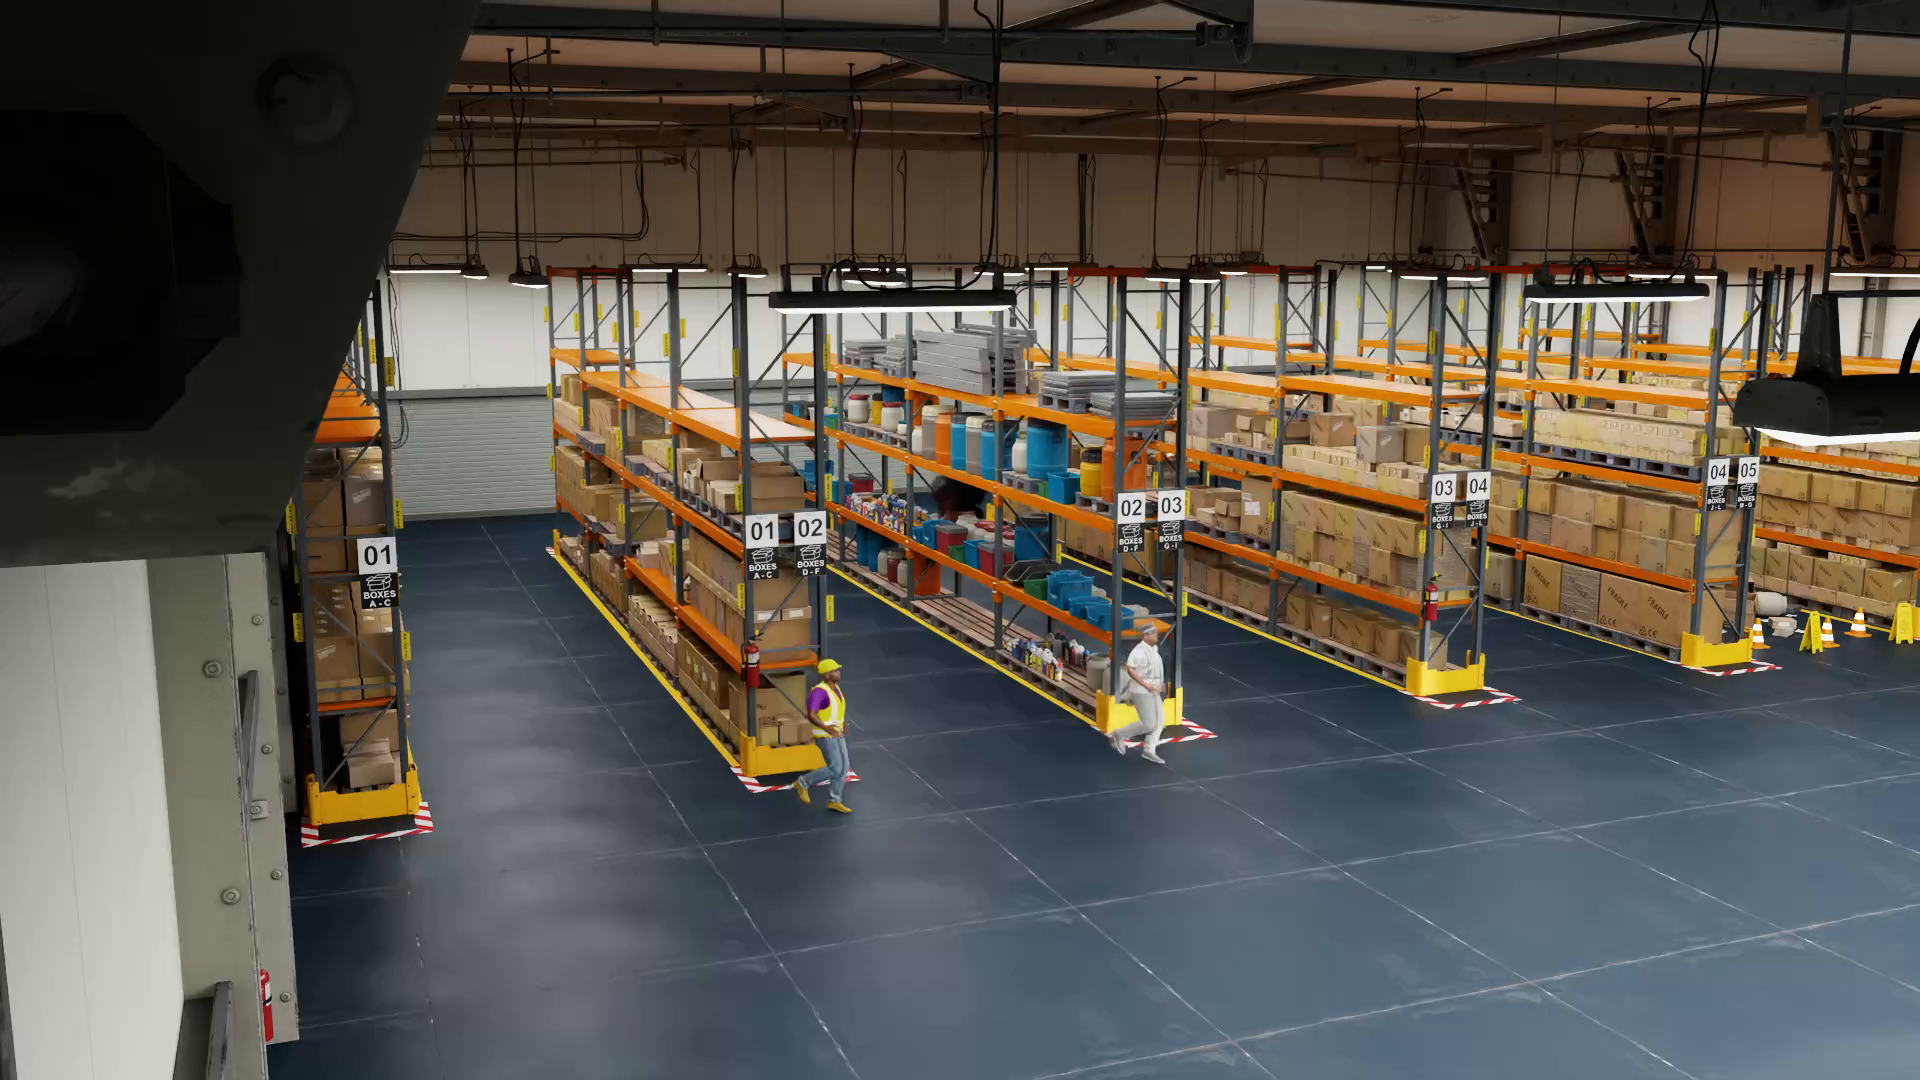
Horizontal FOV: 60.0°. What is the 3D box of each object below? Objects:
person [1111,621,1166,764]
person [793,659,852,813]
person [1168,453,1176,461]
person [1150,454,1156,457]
[{"bbox_3d":[2.311,1.885,20.879,0.689,1.763,0.681,5,11,28],"label":"person"},{"bbox_3d":[-1.529,2.223,19.014,0.677,1.755,0.718,2,10,13],"label":"person"},{"bbox_3d":[4.863,-1.133,38.055,0.672,1.806,0.710,-3,10,-15],"label":"person"},{"bbox_3d":[4.429,-1.236,39.123,0.619,1.611,0.671,-1,10,-8],"label":"person"}]
